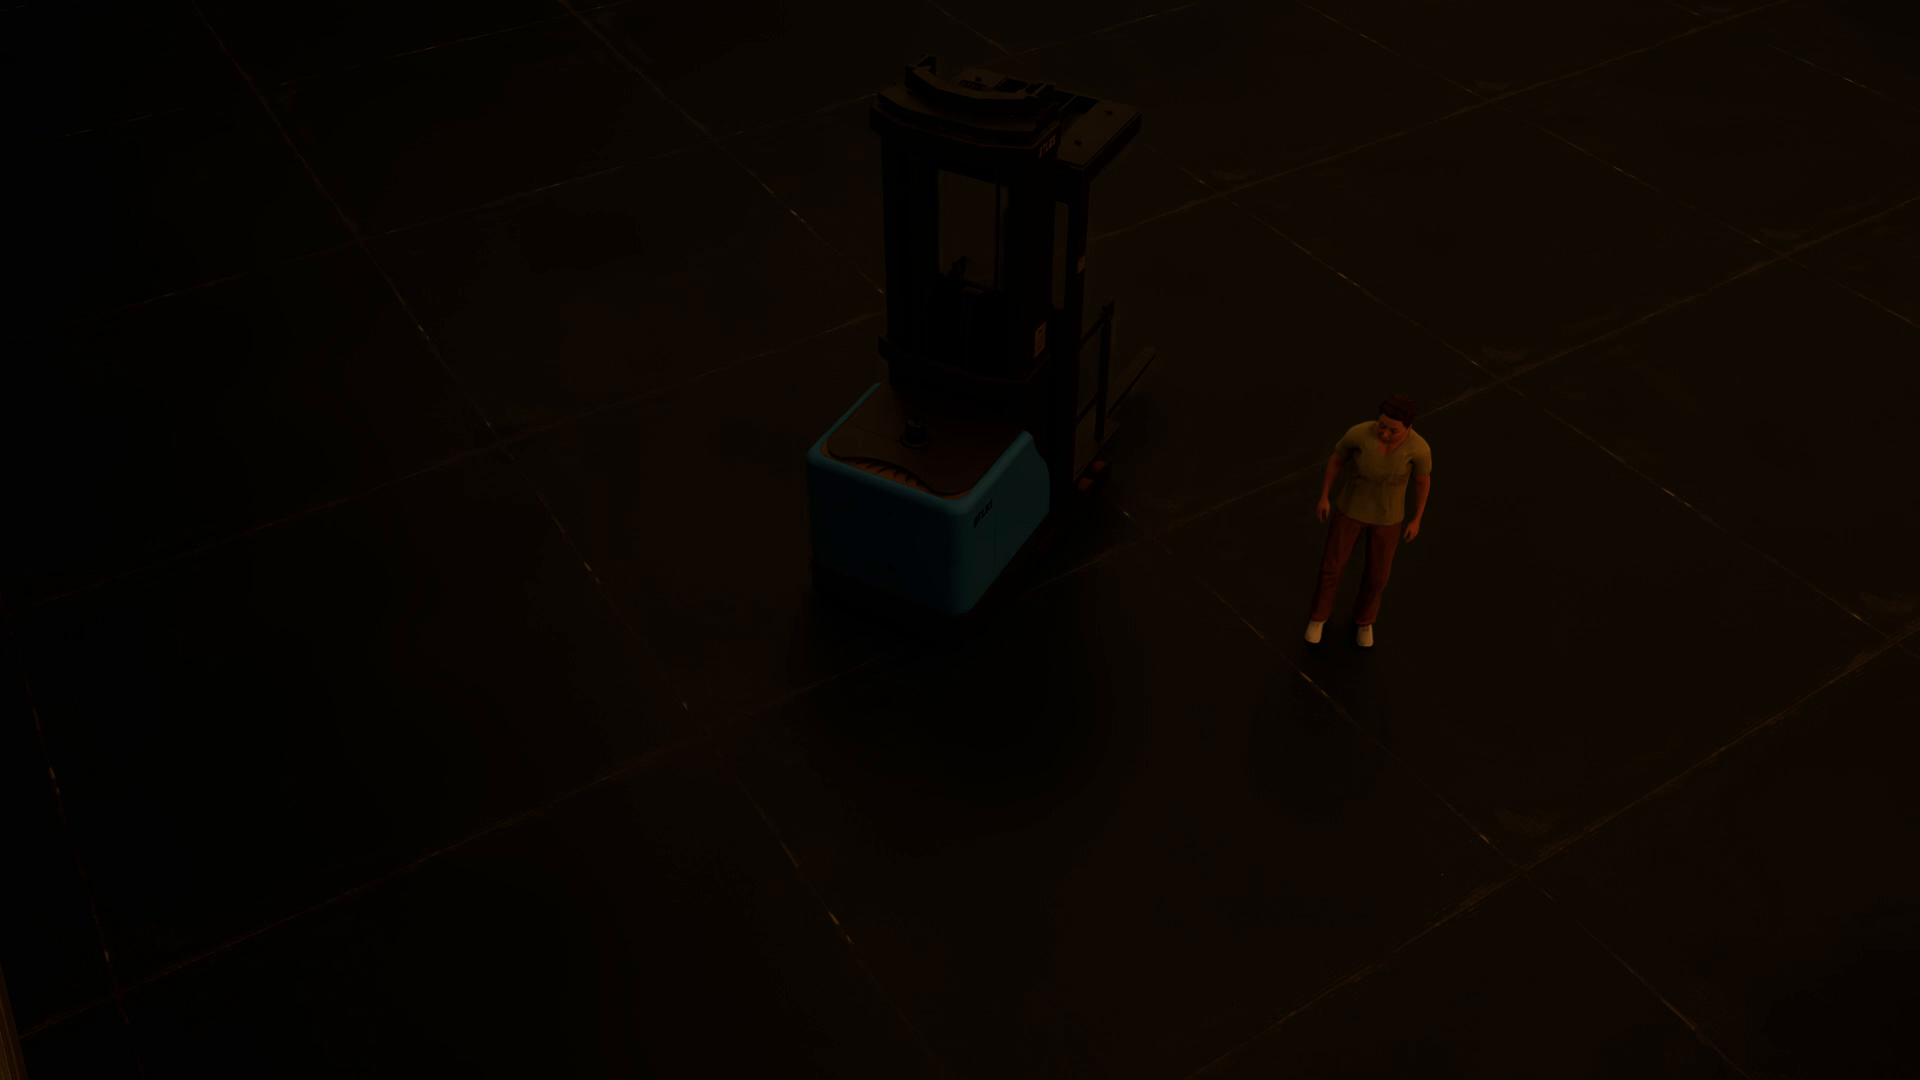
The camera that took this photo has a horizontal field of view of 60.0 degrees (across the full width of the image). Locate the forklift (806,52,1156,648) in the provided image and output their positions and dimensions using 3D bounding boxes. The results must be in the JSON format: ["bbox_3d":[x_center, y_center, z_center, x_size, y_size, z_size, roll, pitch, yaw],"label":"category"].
[{"bbox_3d":[0.297,-1.460,9.541,1.130,2.935,3.031,20,45,21],"label":"forklift"}]

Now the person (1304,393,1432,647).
[{"bbox_3d":[2.200,-0.107,8.968,0.557,1.650,0.387,12,42,13],"label":"person"}]
